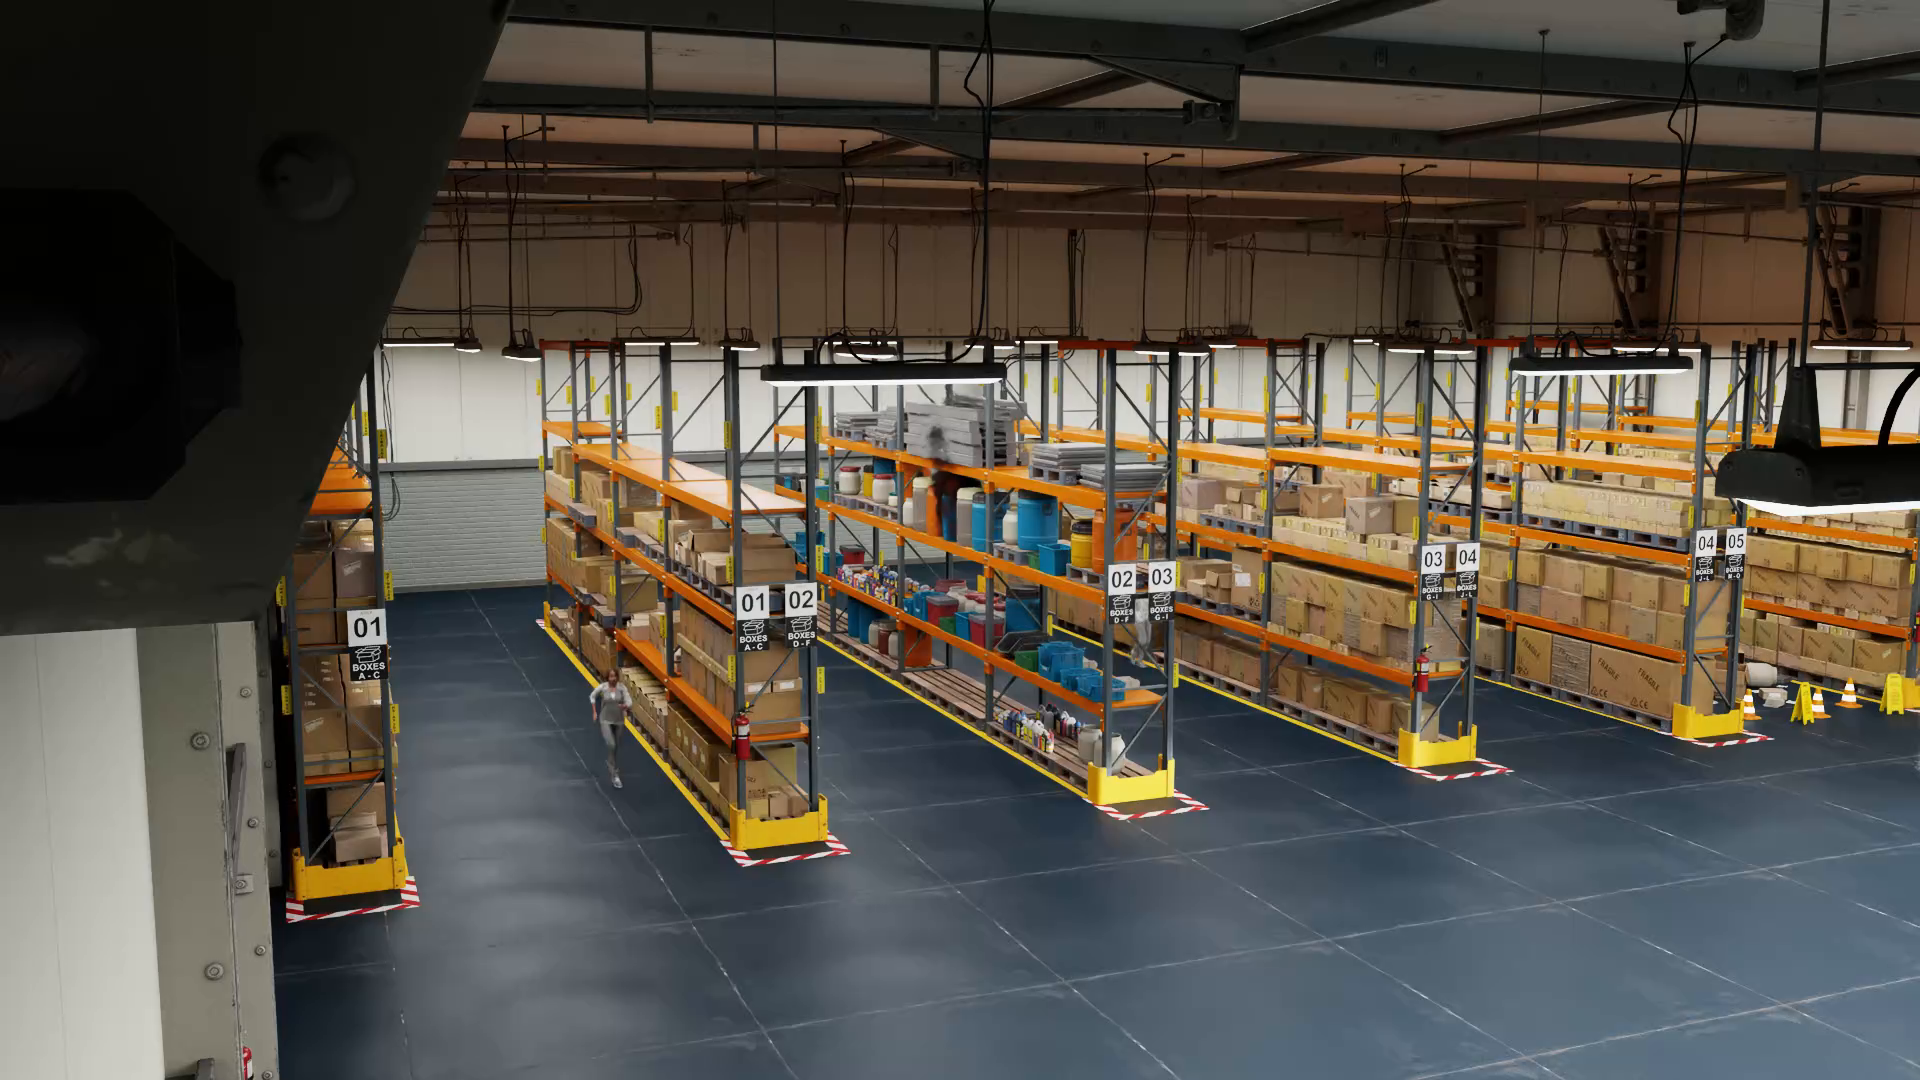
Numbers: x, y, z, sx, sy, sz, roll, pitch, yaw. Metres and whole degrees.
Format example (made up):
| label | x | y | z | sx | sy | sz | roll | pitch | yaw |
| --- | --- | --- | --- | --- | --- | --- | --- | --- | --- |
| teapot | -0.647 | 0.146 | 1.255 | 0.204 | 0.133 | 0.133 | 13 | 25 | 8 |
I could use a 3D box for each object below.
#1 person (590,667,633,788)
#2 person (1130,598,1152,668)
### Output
| label | x | y | z | sx | sy | sz | roll | pitch | yaw |
| --- | --- | --- | --- | --- | --- | --- | --- | --- | --- |
| person | -4.807 | 2.534 | 22.984 | 0.520 | 1.612 | 0.855 | -4 | 8 | -26 |
| person | 3.231 | 1.418 | 29.253 | 0.599 | 1.667 | 0.497 | -4 | 9 | -31 |
